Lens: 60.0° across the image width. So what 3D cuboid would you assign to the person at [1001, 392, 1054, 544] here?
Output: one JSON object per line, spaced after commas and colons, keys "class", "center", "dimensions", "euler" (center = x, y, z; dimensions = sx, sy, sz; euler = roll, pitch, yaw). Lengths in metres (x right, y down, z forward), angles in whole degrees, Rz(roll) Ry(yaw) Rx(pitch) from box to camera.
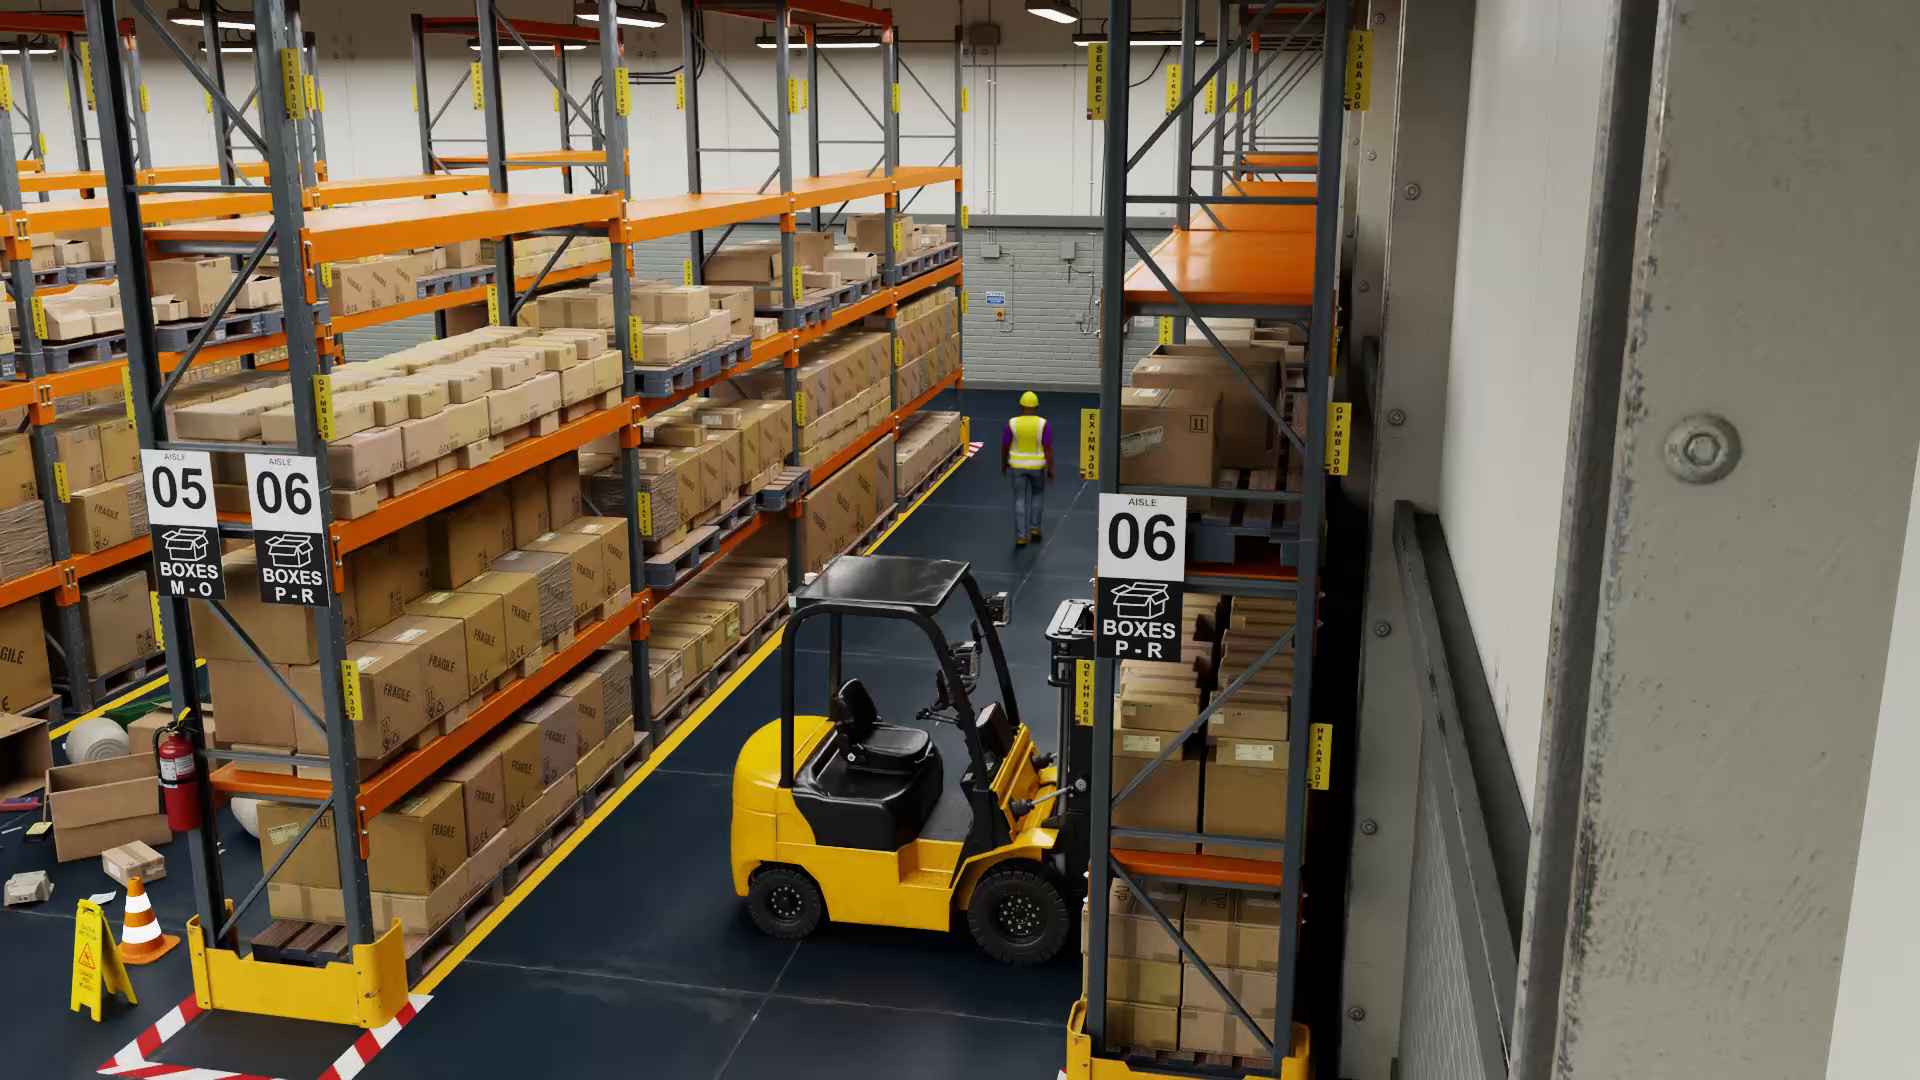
{"class": "person", "center": [0.780, -0.829, 19.218], "dimensions": [0.614, 1.821, 0.672], "euler": [1, 15, 2]}
